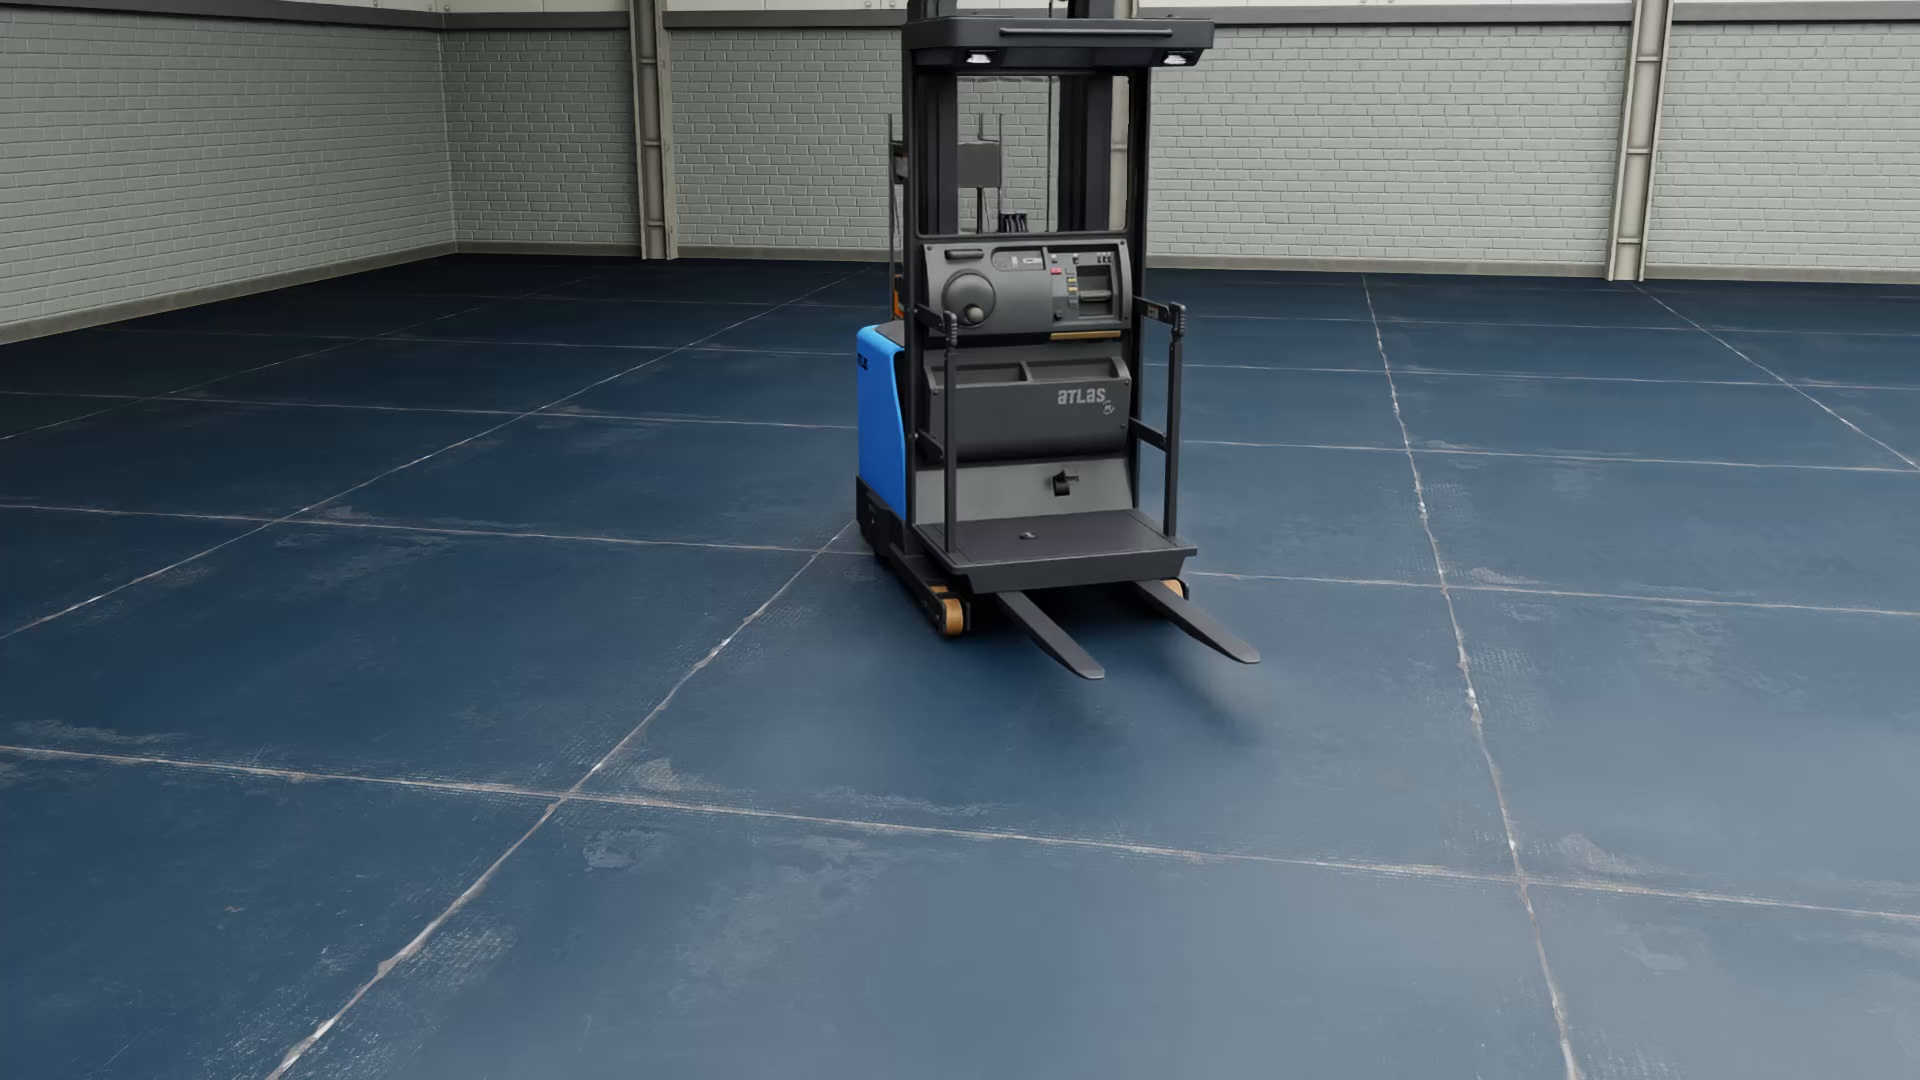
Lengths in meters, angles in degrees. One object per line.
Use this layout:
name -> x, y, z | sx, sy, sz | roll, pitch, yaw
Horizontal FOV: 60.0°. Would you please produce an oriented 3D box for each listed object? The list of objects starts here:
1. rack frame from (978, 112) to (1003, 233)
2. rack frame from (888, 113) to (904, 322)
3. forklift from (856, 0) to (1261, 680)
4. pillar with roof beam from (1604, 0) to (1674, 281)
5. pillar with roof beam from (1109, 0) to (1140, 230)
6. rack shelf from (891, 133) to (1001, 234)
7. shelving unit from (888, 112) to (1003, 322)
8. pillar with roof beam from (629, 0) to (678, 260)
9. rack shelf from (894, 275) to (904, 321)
rack frame -> 0.156, -1.192, 8.862 | 0.015, 2.100, 0.400 | -4, 16, -15
rack frame -> -0.313, -1.156, 8.733 | 0.015, 2.100, 0.400 | -4, 16, -15
forklift -> 0.361, -1.119, 7.042 | 1.130, 2.935, 3.031 | -4, 16, -15
pillar with roof beam -> 6.955, -6.283, 14.317 | 0.400, 9.000, 9.100 | 3, 16, 11
pillar with roof beam -> 1.075, -6.602, 15.469 | 0.400, 9.000, 9.100 | 3, 16, 11
rack shelf -> -0.078, -1.836, 8.614 | 0.480, 0.518, 0.431 | -4, 16, -15
shelving unit -> -0.078, -1.174, 8.797 | 0.503, 2.100, 0.431 | -4, 16, -15
pillar with roof beam -> -4.804, -6.921, 16.621 | 0.400, 9.000, 9.100 | 3, 16, 11
rack shelf -> -0.078, -1.161, 8.801 | 0.480, 0.518, 0.431 | -4, 16, -15
